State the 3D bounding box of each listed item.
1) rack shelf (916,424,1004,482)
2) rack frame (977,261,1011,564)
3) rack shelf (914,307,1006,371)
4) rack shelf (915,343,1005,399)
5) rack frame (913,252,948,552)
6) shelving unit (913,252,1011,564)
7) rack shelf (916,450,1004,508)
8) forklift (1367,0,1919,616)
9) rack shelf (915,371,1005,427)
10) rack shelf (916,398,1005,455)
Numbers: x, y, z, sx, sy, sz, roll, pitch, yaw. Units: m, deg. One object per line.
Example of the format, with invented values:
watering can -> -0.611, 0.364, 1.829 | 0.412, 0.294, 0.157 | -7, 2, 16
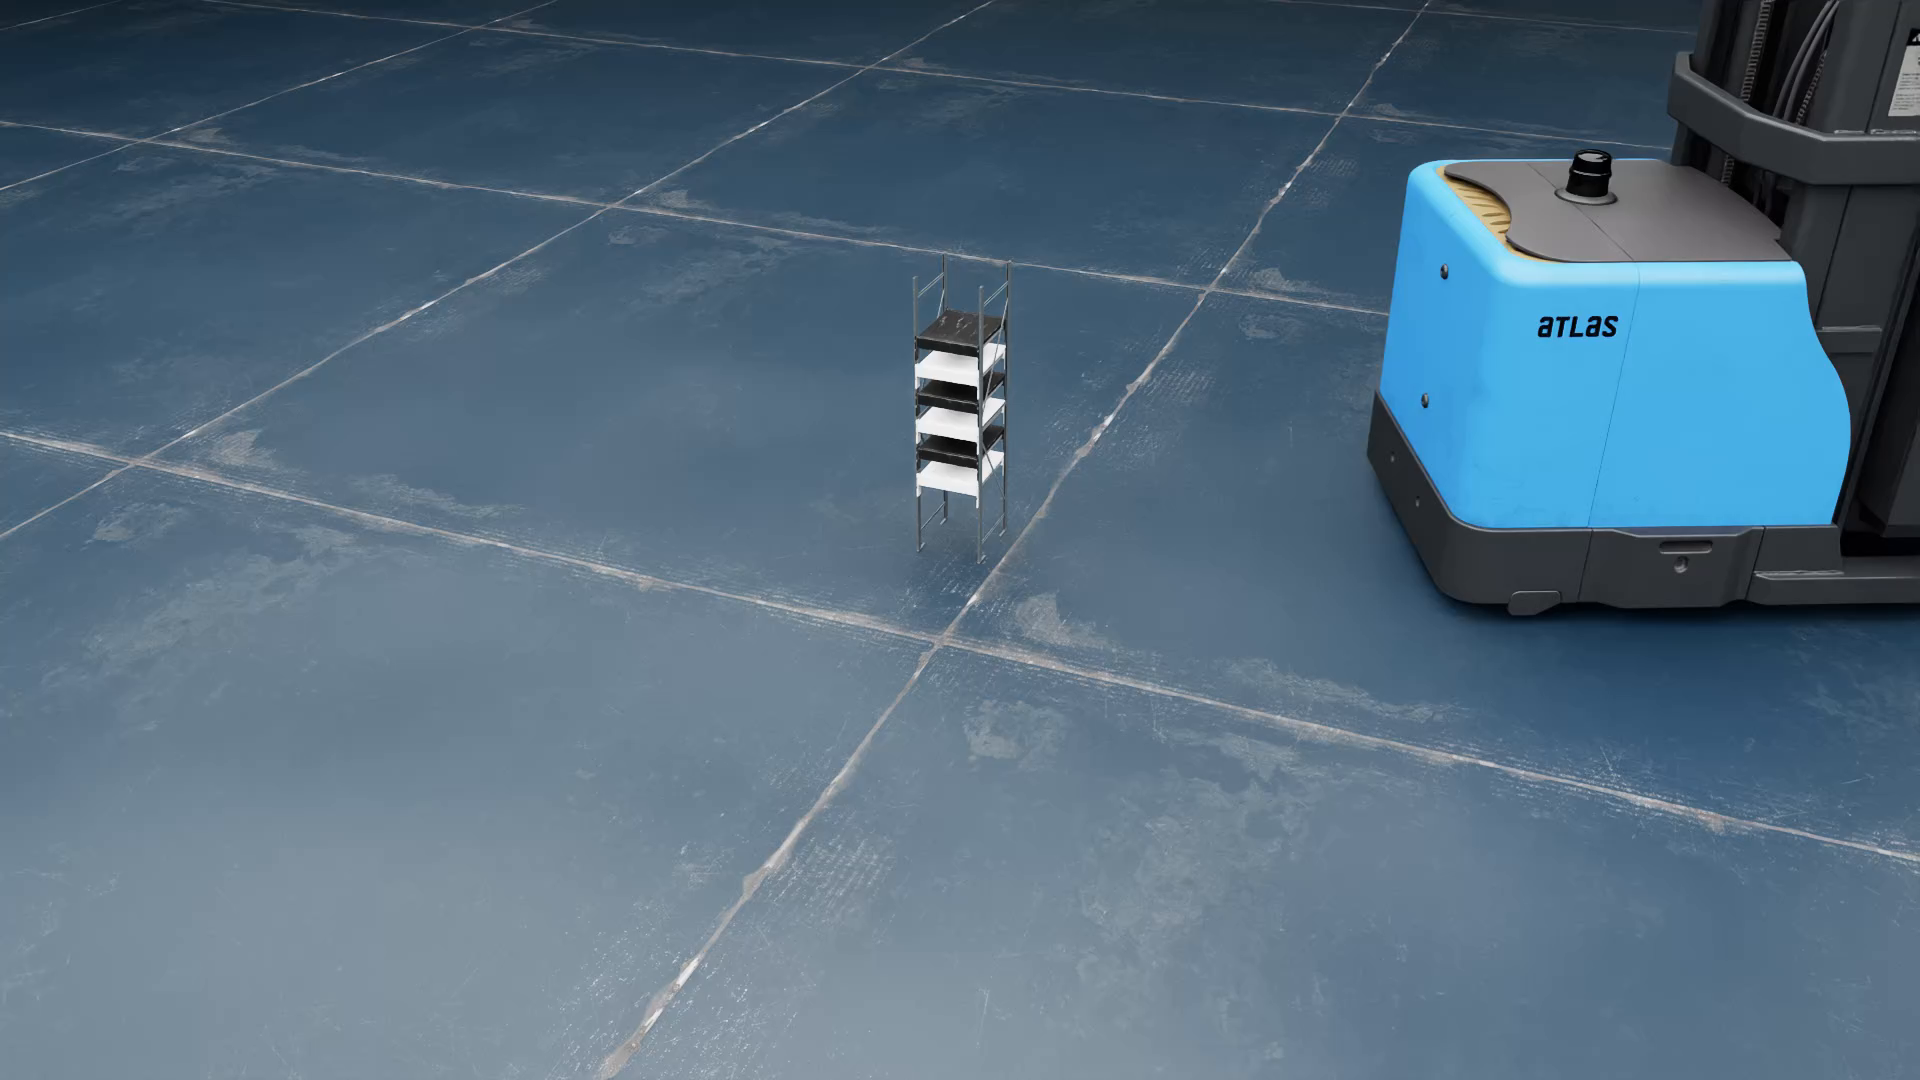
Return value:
rack shelf -> 0.008, -0.283, 5.087 | 0.200, 0.077, 0.258 | 11, 31, 19
rack frame -> 0.102, -0.371, 4.993 | 0.006, 0.900, 0.240 | 11, 31, 19
rack shelf -> 0.008, -0.596, 4.909 | 0.200, 0.077, 0.258 | 11, 31, 19
rack shelf -> 0.008, -0.518, 4.954 | 0.200, 0.077, 0.258 | 11, 31, 19
rack frame -> -0.087, -0.409, 5.059 | 0.006, 0.900, 0.240 | 11, 31, 19
shelving unit -> 0.008, -0.390, 5.026 | 0.210, 0.900, 0.258 | 11, 31, 19
rack shelf -> 0.008, -0.205, 5.131 | 0.200, 0.077, 0.258 | 11, 31, 19
forklift -> 2.897, -1.306, 4.582 | 3.031, 2.935, 1.130 | -1, 29, -1
rack shelf -> 0.008, -0.440, 4.998 | 0.200, 0.077, 0.258 | 11, 31, 19
rack shelf -> 0.008, -0.361, 5.042 | 0.200, 0.077, 0.258 | 11, 31, 19
